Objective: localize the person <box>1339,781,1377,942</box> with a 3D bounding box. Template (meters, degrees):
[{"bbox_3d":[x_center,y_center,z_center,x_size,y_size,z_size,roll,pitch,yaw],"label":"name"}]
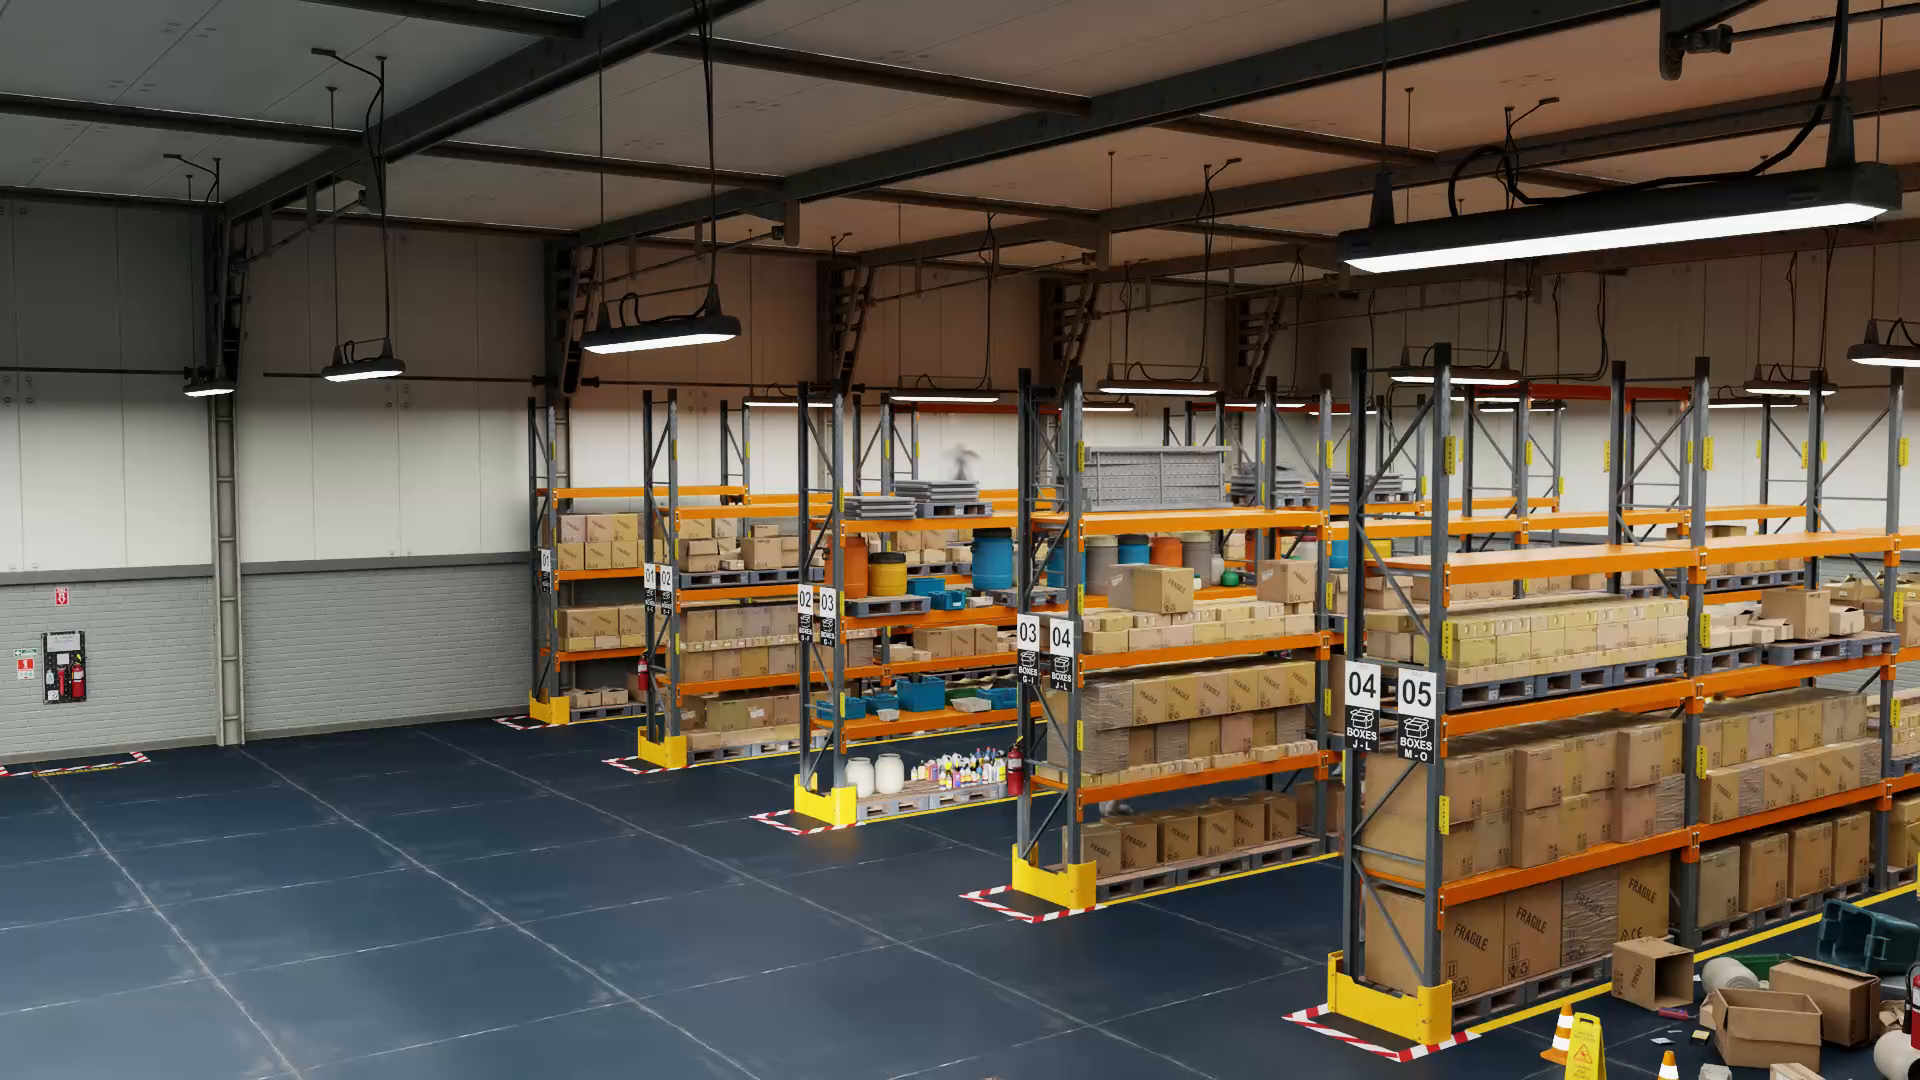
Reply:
[{"bbox_3d":[4.205,3.316,17.296,0.582,1.668,0.557,3,5,42],"label":"person"}]

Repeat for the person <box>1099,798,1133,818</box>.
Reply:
[{"bbox_3d":[2.039,3.045,21.319,0.660,1.735,0.670,-3,4,-41],"label":"person"}]

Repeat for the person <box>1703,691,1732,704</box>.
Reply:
[{"bbox_3d":[10.754,2.869,23.614,0.844,1.808,0.683,-3,5,-43],"label":"person"}]

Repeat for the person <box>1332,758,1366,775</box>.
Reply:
[{"bbox_3d":[6.089,2.784,25.851,0.856,1.676,0.627,-3,4,-38],"label":"person"}]
